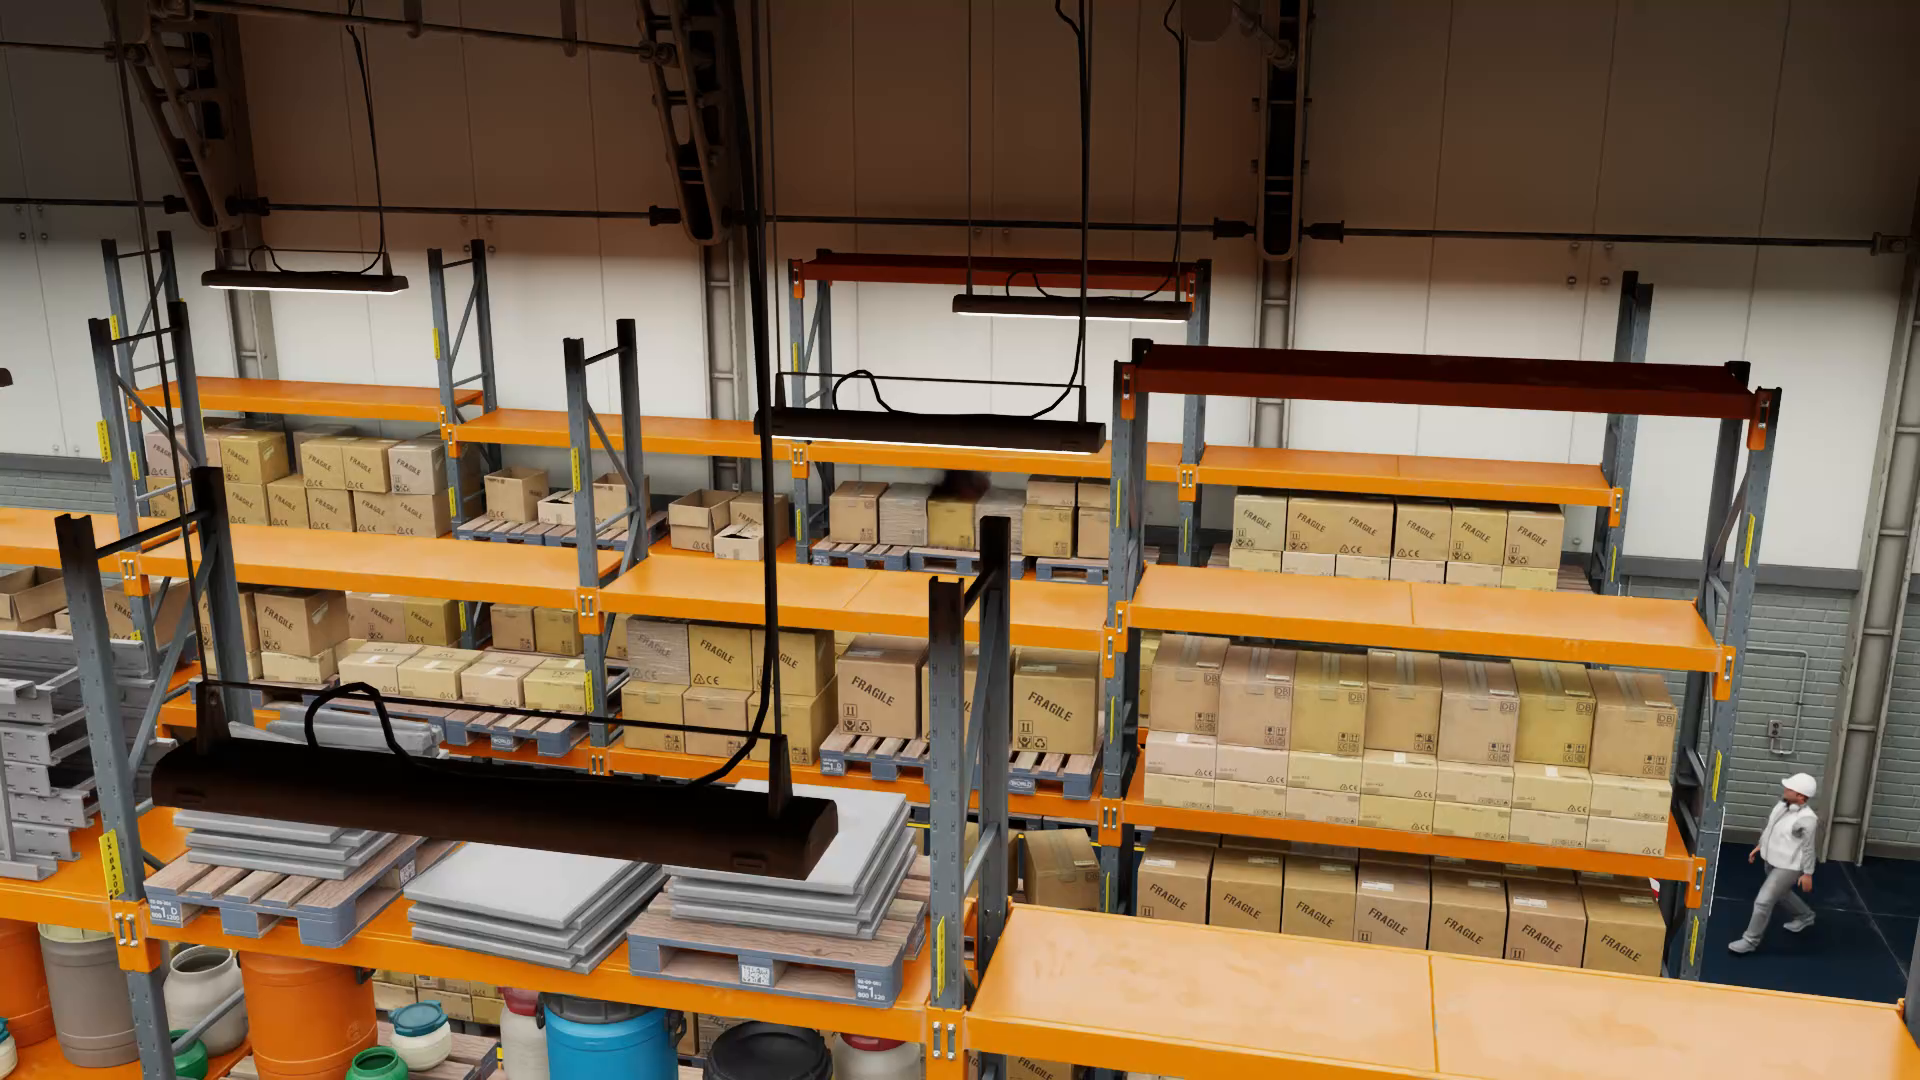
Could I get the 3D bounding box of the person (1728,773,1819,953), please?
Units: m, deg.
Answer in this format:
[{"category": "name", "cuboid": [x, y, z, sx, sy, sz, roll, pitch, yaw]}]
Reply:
[{"category": "person", "cuboid": [7.550, 2.932, 15.251, 0.998, 1.734, 0.575, -3, 16, -9]}]
